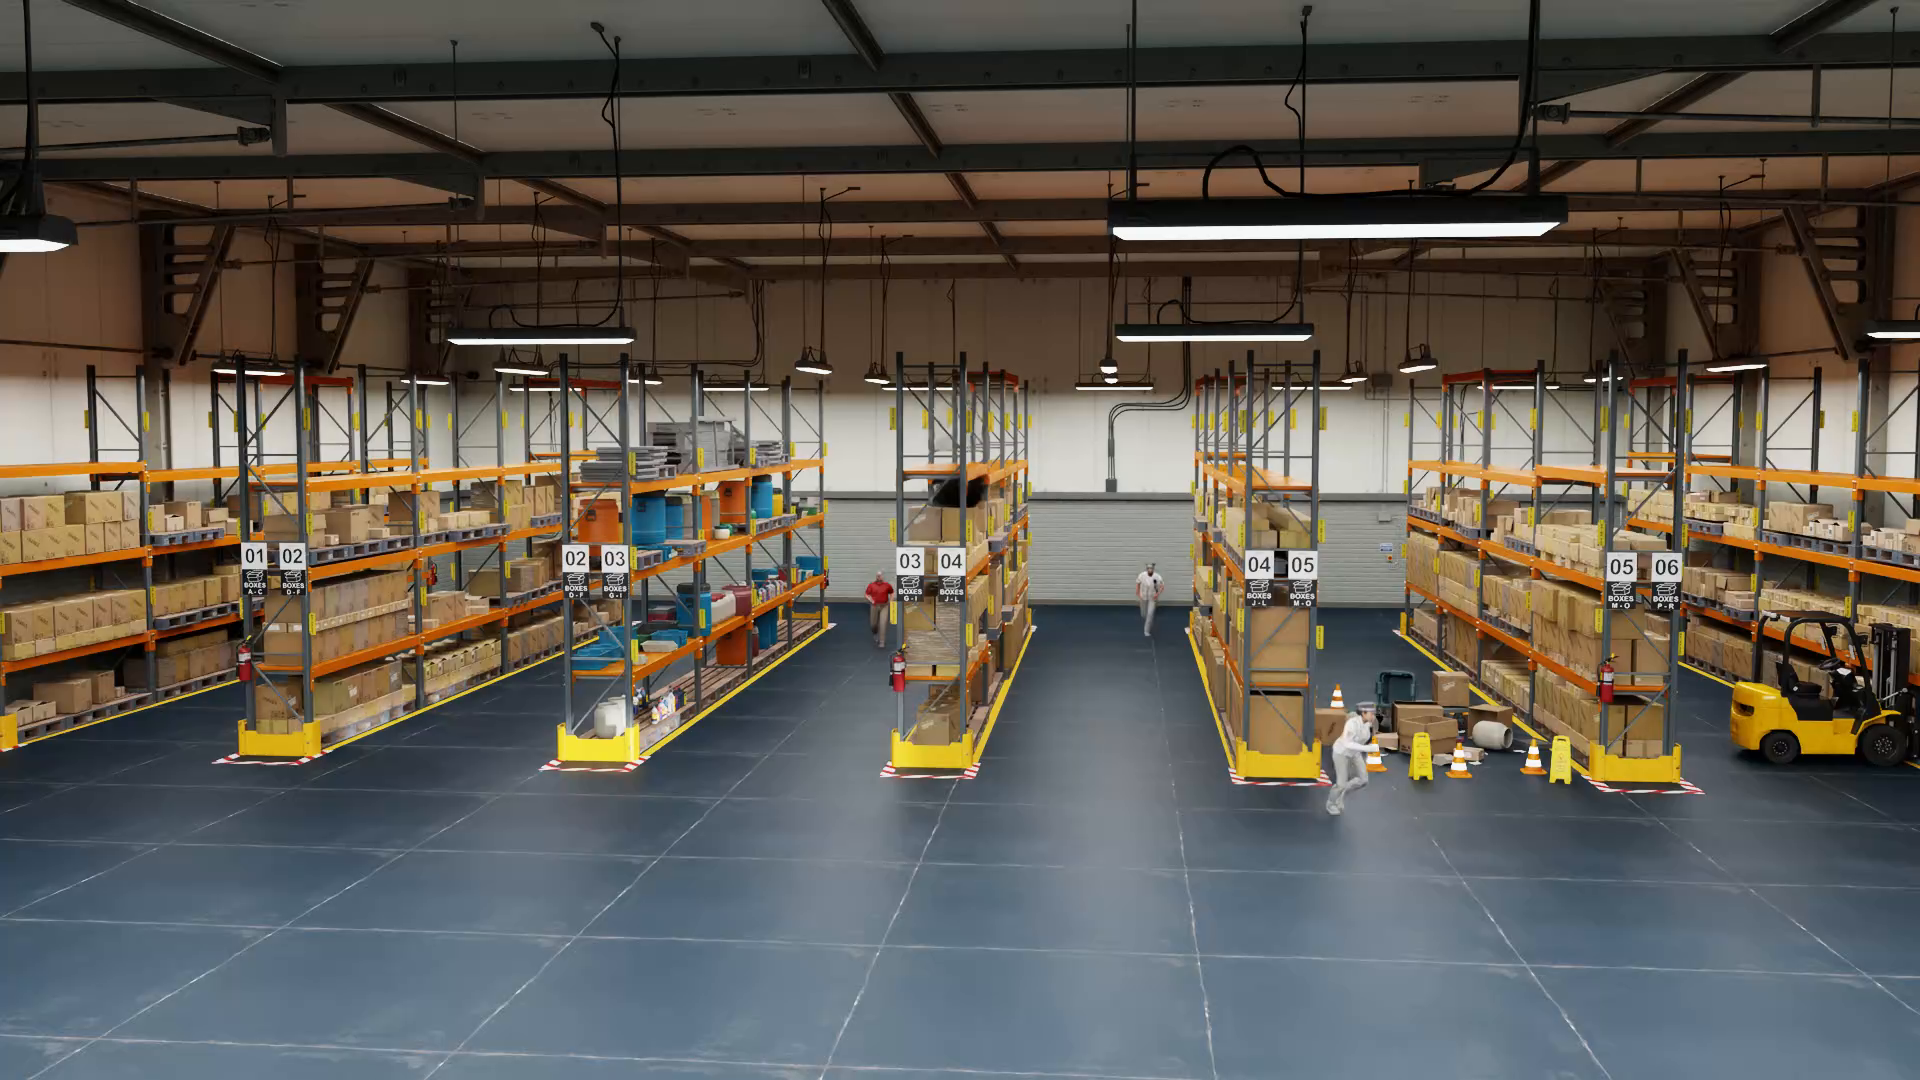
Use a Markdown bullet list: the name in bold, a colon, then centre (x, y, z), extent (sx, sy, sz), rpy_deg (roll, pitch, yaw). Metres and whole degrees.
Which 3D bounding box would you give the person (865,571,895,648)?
- **person**: centre (-1.779, 1.532, 37.014), extent (0.674, 1.673, 0.782), rpy_deg (0, 4, -2)

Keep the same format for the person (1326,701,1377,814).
- **person**: centre (5.006, 2.754, 21.065), extent (0.644, 1.503, 0.841), rpy_deg (-3, 5, -36)

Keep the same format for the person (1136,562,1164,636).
- **person**: centre (4.476, 1.383, 39.175), extent (0.681, 1.759, 0.783), rpy_deg (1, 4, 18)
